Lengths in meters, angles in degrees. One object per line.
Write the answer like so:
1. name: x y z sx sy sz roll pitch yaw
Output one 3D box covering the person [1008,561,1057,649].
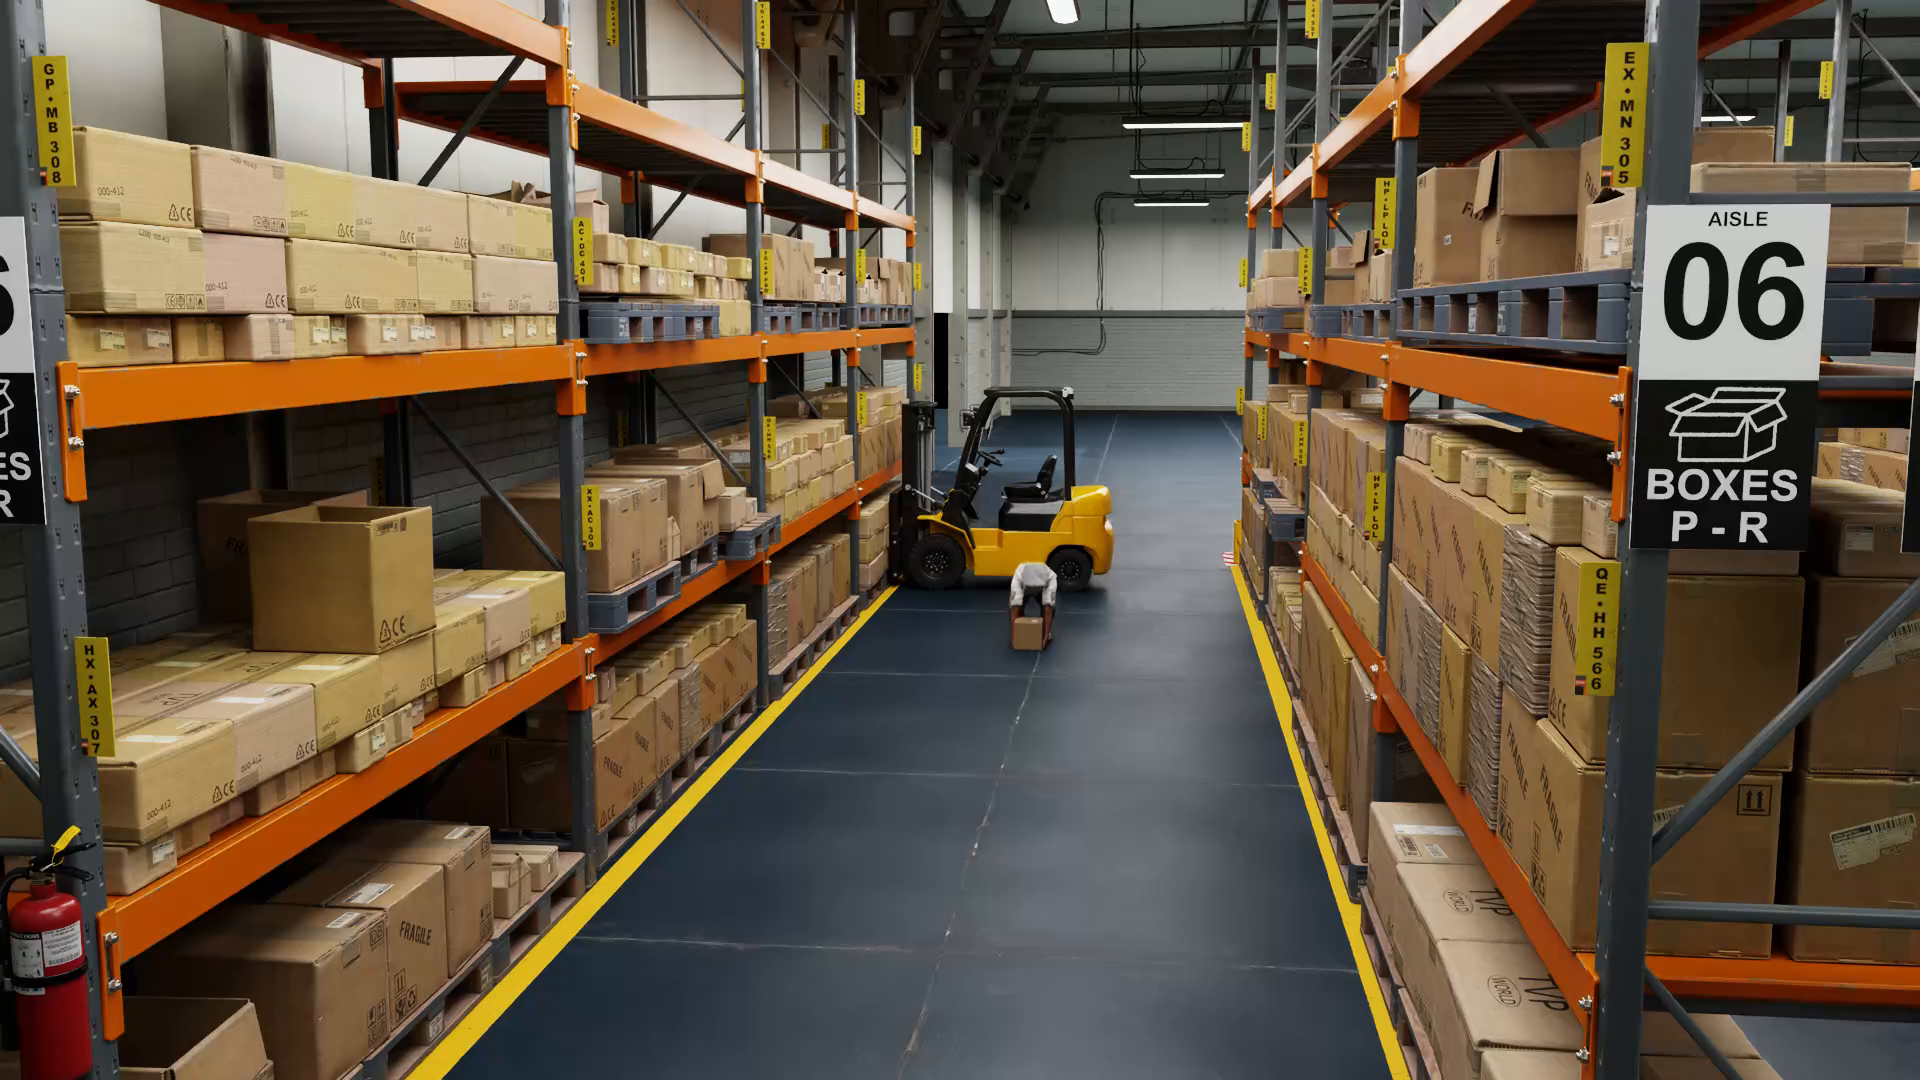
1. person: 0.659 0.555 15.110 0.443 0.788 0.916 1 8 5
